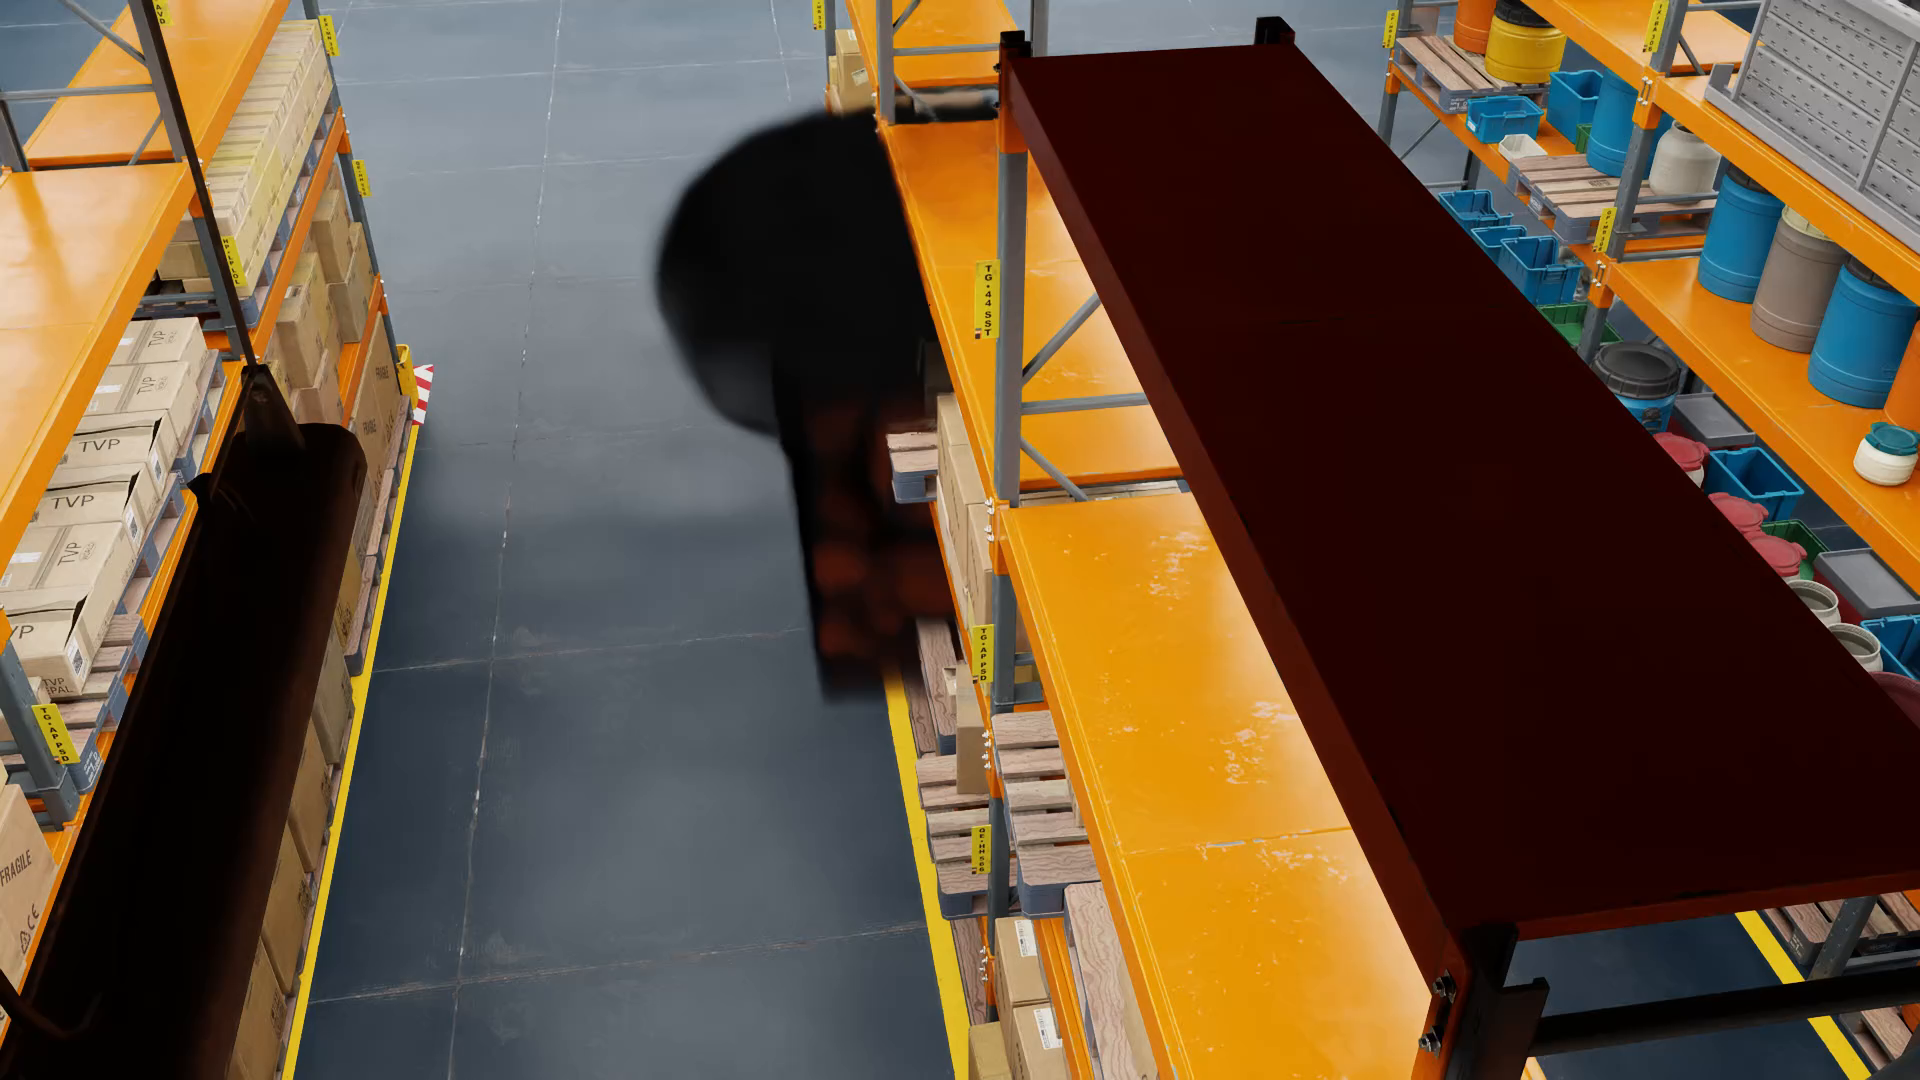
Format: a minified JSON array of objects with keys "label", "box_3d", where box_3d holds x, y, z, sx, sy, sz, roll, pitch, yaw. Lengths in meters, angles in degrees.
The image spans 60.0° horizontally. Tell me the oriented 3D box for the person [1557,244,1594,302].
[{"label":"person","box_3d":[5.978,-2.900,15.676,0.595,1.580,0.598,30,46,34]}]
